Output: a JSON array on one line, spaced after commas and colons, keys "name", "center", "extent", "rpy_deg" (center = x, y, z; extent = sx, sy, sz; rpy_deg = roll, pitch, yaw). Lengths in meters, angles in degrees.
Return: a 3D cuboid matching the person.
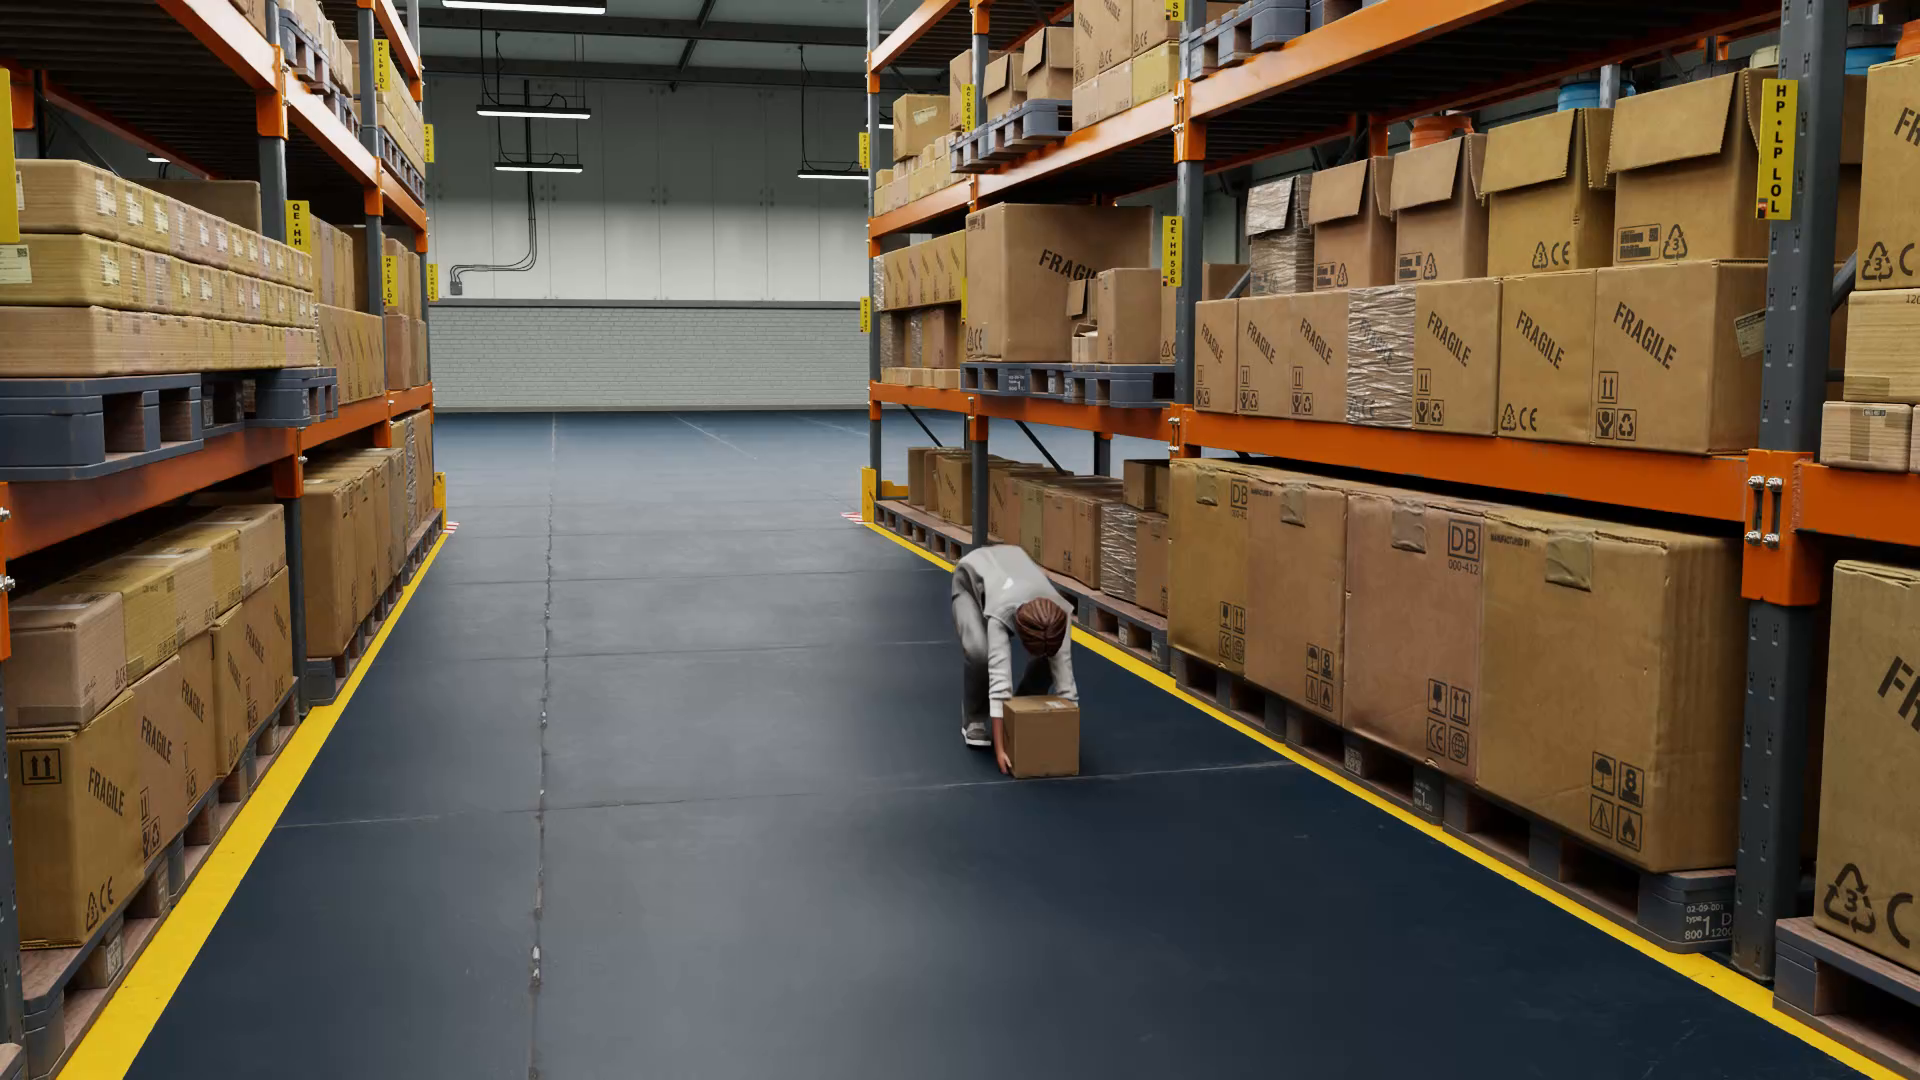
[{"name": "person", "center": [0.222, 0.413, 6.552], "extent": [0.429, 0.846, 0.854], "rpy_deg": [-2, 7, -16]}]
